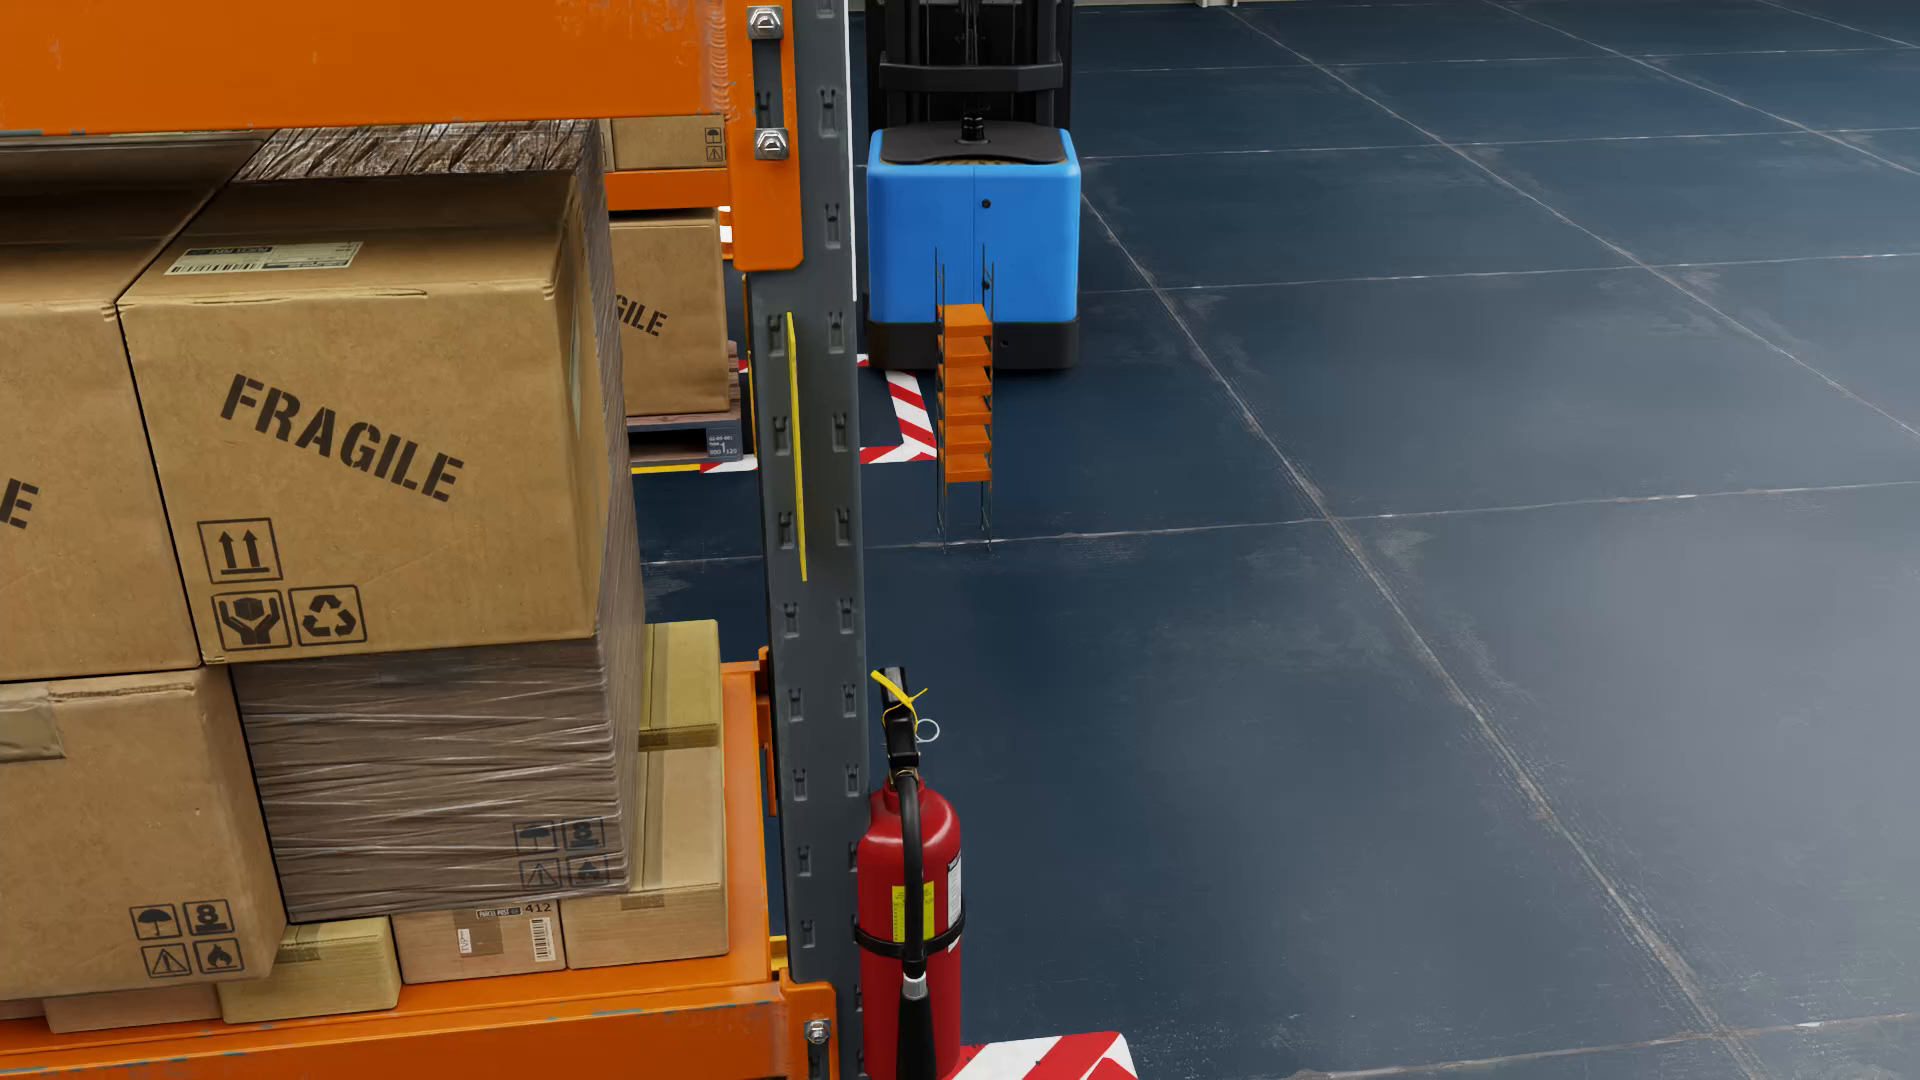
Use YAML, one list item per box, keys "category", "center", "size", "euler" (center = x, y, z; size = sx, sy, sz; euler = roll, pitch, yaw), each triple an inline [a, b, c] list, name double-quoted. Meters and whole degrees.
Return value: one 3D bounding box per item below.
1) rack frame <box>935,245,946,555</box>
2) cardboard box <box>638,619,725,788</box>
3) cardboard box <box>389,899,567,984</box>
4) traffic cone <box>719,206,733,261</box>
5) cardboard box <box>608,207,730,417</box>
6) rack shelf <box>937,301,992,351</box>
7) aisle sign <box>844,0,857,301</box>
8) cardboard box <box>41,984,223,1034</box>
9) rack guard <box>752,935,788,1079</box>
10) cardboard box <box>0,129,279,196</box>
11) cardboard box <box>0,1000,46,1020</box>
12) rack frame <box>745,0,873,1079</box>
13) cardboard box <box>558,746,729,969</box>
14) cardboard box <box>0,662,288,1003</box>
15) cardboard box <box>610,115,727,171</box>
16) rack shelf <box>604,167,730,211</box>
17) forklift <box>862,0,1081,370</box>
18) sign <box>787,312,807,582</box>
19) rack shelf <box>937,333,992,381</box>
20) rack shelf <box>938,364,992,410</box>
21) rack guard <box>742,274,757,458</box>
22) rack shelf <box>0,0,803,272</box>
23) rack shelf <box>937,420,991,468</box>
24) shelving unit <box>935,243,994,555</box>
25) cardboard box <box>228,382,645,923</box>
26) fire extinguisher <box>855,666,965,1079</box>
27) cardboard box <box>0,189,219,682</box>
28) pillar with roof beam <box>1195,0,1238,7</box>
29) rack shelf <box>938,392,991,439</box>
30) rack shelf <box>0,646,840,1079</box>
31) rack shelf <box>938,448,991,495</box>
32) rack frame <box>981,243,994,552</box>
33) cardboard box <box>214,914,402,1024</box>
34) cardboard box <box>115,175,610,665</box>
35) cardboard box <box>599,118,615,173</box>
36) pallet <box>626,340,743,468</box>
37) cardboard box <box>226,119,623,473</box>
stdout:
- category: "rack frame"
  center: [-0.076, -0.529, 6.467]
  size: [0.006, 1.200, 0.240]
  euler: [-4, 27, -7]
- category: "cardboard box"
  center: [-0.576, 0.313, 3.130]
  size: [0.250, 0.149, 0.380]
  euler: [-4, 27, -7]
- category: "cardboard box"
  center: [-0.761, 0.529, 2.708]
  size: [0.250, 0.149, 0.380]
  euler: [-4, 27, -7]
- category: "traffic cone"
  center: [-1.396, -1.970, 10.083]
  size: [0.334, 0.463, 0.336]
  euler: [-4, 27, -7]
- category: "cardboard box"
  center: [-1.514, -1.127, 7.527]
  size: [0.875, 0.875, 0.875]
  euler: [-4, 27, -7]
- category: "rack shelf"
  center: [0.014, -0.816, 6.334]
  size: [0.180, 0.103, 0.258]
  euler: [-4, 27, -7]
- category: "aisle sign"
  center: [-0.157, -0.734, 2.048]
  size: [0.004, 0.787, 0.394]
  euler: [-4, 27, -7]
- category: "cardboard box"
  center: [-1.252, 0.577, 2.614]
  size: [0.250, 0.149, 0.380]
  euler: [-4, 27, -7]
- category: "rack guard"
  center: [-0.336, 1.408, 3.459]
  size: [0.348, 0.500, 1.175]
  euler: [-4, 27, -7]
- category: "cardboard box"
  center: [-1.339, -0.391, 2.695]
  size: [0.500, 0.500, 0.500]
  euler: [-4, 27, -7]
- category: "cardboard box"
  center: [-1.505, 0.575, 2.620]
  size: [0.250, 0.149, 0.380]
  euler: [-4, 27, -7]
- category: "rack frame"
  center: [-0.261, 0.289, 2.901]
  size: [0.053, 2.616, 0.949]
  euler: [-4, 27, -7]
- category: "cardboard box"
  center: [-0.514, 0.514, 2.738]
  size: [0.250, 0.149, 0.380]
  euler: [-4, 27, -7]
- category: "cardboard box"
  center: [-1.287, 0.222, 2.596]
  size: [0.500, 0.500, 0.875]
  euler: [-4, 27, -7]
- category: "cardboard box"
  center: [-1.212, -1.981, 7.160]
  size: [0.550, 0.550, 0.875]
  euler: [-4, 27, -7]
- category: "rack shelf"
  center: [-2.832, -1.511, 7.197]
  size: [4.000, 0.370, 1.077]
  euler: [-4, 27, -7]
- category: "forklift"
  center: [0.044, -2.777, 8.952]
  size: [1.130, 2.935, 3.031]
  euler: [0, 27, -1]
- category: "sign"
  center: [-0.203, -0.113, 2.070]
  size: [0.005, 0.325, 0.100]
  euler: [-4, 27, -7]
- category: "rack shelf"
  center: [0.014, -0.709, 6.389]
  size: [0.180, 0.103, 0.258]
  euler: [-4, 27, -7]
- category: "rack shelf"
  center: [0.014, -0.602, 6.443]
  size: [0.180, 0.103, 0.258]
  euler: [-4, 27, -7]
- category: "rack guard"
  center: [-0.828, -0.848, 7.854]
  size: [0.348, 0.500, 1.175]
  euler: [-4, 27, -7]
- category: "rack shelf"
  center: [-2.241, -0.597, 2.130]
  size: [4.000, 0.370, 1.077]
  euler: [-4, 27, -7]
- category: "rack shelf"
  center: [0.014, -0.388, 6.553]
  size: [0.180, 0.103, 0.258]
  euler: [-4, 27, -7]
- category: "shelving unit"
  center: [0.014, -0.535, 6.478]
  size: [0.189, 1.200, 0.258]
  euler: [-4, 27, -7]
- category: "cardboard box"
  center: [-0.809, 0.136, 2.763]
  size: [0.500, 0.500, 0.875]
  euler: [-4, 27, -7]
- category: "fire extinguisher"
  center: [-0.083, 0.526, 2.524]
  size: [0.183, 0.674, 0.296]
  euler: [-4, 27, -7]
- category: "cardboard box"
  center: [-1.265, -0.150, 2.226]
  size: [0.500, 0.500, 0.500]
  euler: [-4, 27, -7]
- category: "pillar with roof beam"
  center: [3.390, -7.901, 12.291]
  size: [0.400, 9.000, 9.100]
  euler: [-4, 27, -7]
- category: "rack shelf"
  center: [0.014, -0.495, 6.498]
  size: [0.180, 0.103, 0.258]
  euler: [-4, 27, -7]
- category: "rack shelf"
  center: [-2.241, 0.738, 2.814]
  size: [4.000, 0.370, 1.077]
  euler: [-4, 27, -7]
- category: "rack shelf"
  center: [0.014, -0.282, 6.608]
  size: [0.180, 0.103, 0.258]
  euler: [-4, 27, -7]
- category: "rack frame"
  center: [0.105, -0.541, 6.489]
  size: [0.006, 1.200, 0.240]
  euler: [-4, 27, -7]
- category: "cardboard box"
  center: [-1.002, 0.569, 2.631]
  size: [0.250, 0.149, 0.380]
  euler: [-4, 27, -7]
- category: "cardboard box"
  center: [-0.771, -0.184, 2.293]
  size: [0.500, 0.500, 0.500]
  euler: [-4, 27, -7]
- category: "cardboard box"
  center: [-1.754, -1.936, 7.073]
  size: [0.550, 0.550, 0.875]
  euler: [-4, 27, -7]
- category: "pallet"
  center: [-1.632, -0.631, 7.749]
  size: [1.213, 0.211, 1.003]
  euler: [-4, 27, -7]
- category: "cardboard box"
  center: [-0.843, -0.419, 2.751]
  size: [0.500, 0.500, 0.500]
  euler: [-4, 27, -7]
